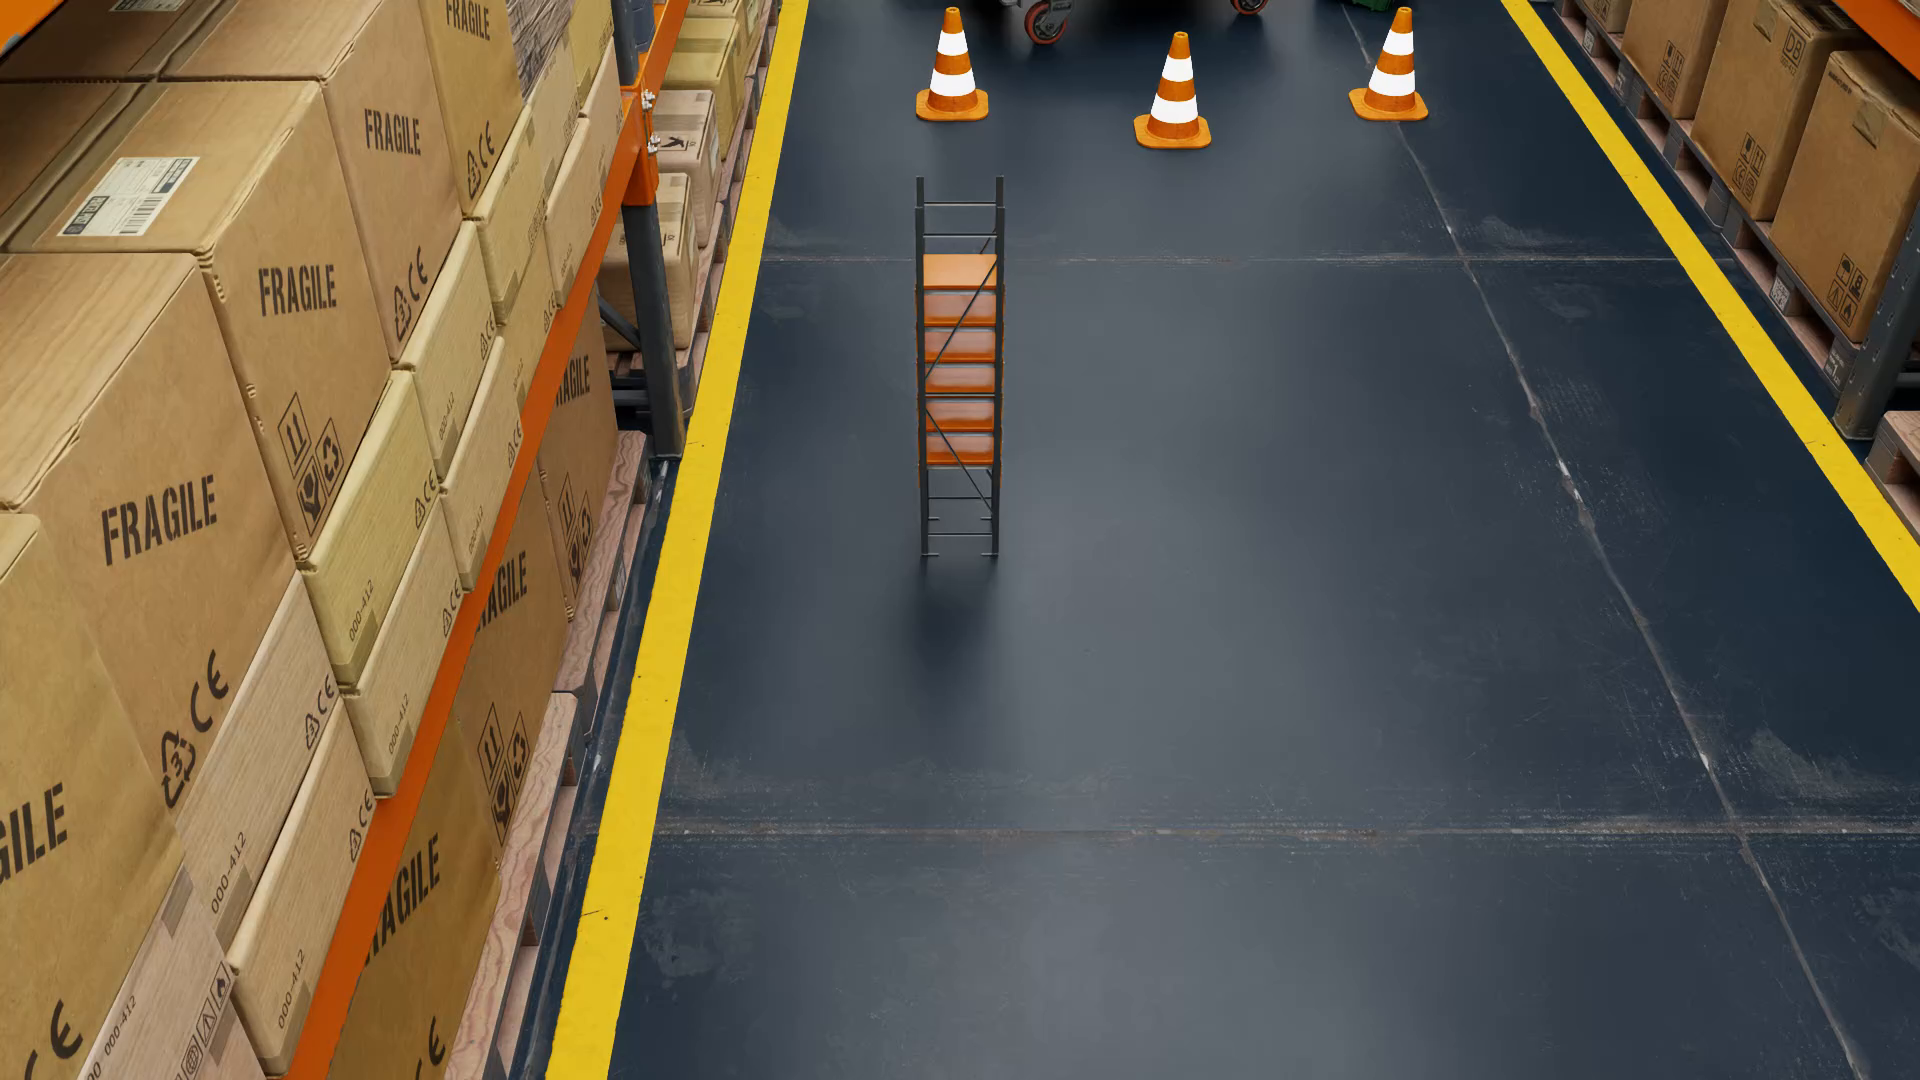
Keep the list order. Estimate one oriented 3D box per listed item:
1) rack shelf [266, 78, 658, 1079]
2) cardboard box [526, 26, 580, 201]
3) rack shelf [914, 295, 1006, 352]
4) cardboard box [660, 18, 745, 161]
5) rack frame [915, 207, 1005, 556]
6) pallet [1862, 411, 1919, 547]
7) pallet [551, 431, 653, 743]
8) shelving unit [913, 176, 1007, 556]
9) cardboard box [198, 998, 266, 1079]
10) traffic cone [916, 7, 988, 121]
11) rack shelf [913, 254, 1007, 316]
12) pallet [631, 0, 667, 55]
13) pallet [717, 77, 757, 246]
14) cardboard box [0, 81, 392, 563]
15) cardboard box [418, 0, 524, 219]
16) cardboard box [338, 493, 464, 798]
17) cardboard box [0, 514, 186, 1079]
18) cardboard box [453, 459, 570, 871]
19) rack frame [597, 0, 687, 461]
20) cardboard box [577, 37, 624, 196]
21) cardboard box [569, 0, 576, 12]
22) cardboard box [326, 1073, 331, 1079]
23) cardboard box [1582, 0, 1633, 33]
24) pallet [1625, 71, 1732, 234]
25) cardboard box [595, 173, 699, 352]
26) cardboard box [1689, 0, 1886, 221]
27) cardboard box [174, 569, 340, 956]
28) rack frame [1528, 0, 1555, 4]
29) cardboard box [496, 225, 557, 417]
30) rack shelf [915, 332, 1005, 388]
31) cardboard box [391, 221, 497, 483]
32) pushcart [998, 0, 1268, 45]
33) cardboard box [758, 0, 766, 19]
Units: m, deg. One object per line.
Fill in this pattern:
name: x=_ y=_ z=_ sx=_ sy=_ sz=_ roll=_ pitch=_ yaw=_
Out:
rack shelf: x=-1.431 y=0.055 z=3.358 sx=1.077 sy=0.370 sz=4.000 roll=0 pitch=39 yaw=0
cardboard box: x=-1.174 y=-0.990 z=3.806 sx=0.500 sy=0.250 sz=0.500 roll=-1 pitch=39 yaw=-1
rack shelf: x=0.000 y=-0.630 z=4.764 sx=0.258 sy=0.103 sz=0.180 roll=0 pitch=39 yaw=0
cardboard box: x=-1.428 y=-1.904 z=6.993 sx=0.950 sy=0.372 sz=0.625 roll=1 pitch=39 yaw=1
rack frame: x=0.000 y=-0.420 z=4.815 sx=0.240 sy=1.200 sz=0.006 roll=0 pitch=39 yaw=0
pallet: x=3.516 y=0.034 z=5.039 sx=1.003 sy=0.211 sz=1.213 roll=0 pitch=39 yaw=0
pallet: x=-1.508 y=0.105 z=4.950 sx=1.003 sy=0.211 sz=1.213 roll=0 pitch=39 yaw=0
shelving unit: x=0.000 y=-0.477 z=4.886 sx=0.258 sy=1.200 sz=0.189 roll=0 pitch=39 yaw=0
cardboard box: x=-1.165 y=0.808 z=1.963 sx=0.500 sy=0.250 sz=0.500 roll=-1 pitch=39 yaw=-1
traffic cone: x=-0.037 y=-2.213 z=7.642 sx=0.336 sy=0.463 sz=0.334 roll=0 pitch=39 yaw=0
rack shelf: x=0.000 y=-0.724 z=4.689 sx=0.258 sy=0.103 sz=0.180 roll=0 pitch=39 yaw=0
pallet: x=-1.541 y=-1.847 z=5.310 sx=1.213 sy=0.211 sz=1.003 roll=0 pitch=39 yaw=0
pallet: x=-1.431 y=-1.638 z=7.125 sx=1.003 sy=0.211 sz=1.213 roll=0 pitch=39 yaw=0
cardboard box: x=-1.168 y=-0.311 z=2.360 sx=0.500 sy=0.500 sz=0.500 roll=-1 pitch=39 yaw=-1
cardboard box: x=-1.168 y=-0.951 z=3.159 sx=0.500 sy=0.500 sz=0.500 roll=0 pitch=39 yaw=0
cardboard box: x=-1.152 y=0.164 z=2.767 sx=0.500 sy=0.250 sz=0.500 roll=0 pitch=39 yaw=0
cardboard box: x=-1.142 y=0.320 z=1.572 sx=0.500 sy=0.500 sz=0.500 roll=0 pitch=39 yaw=0
cardboard box: x=-1.519 y=0.179 z=3.992 sx=0.875 sy=0.875 sz=0.875 roll=0 pitch=39 yaw=1
rack frame: x=-1.433 y=-1.476 z=4.694 sx=1.000 sy=3.000 sz=0.127 roll=0 pitch=39 yaw=0
cardboard box: x=-1.173 y=-1.102 z=4.346 sx=0.500 sy=0.250 sz=0.500 roll=-1 pitch=39 yaw=-2
cardboard box: x=-1.171 y=-1.583 z=3.947 sx=0.500 sy=0.500 sz=0.500 roll=-1 pitch=39 yaw=-1
cardboard box: x=-1.509 y=1.303 z=2.589 sx=0.875 sy=0.875 sz=0.875 roll=1 pitch=39 yaw=1
cardboard box: x=3.603 y=-2.942 z=7.986 sx=1.050 sy=0.750 sz=0.750 roll=0 pitch=39 yaw=0
pallet: x=3.592 y=-1.709 z=7.214 sx=1.003 sy=0.211 sz=1.213 roll=0 pitch=39 yaw=0
cardboard box: x=-1.424 y=-0.968 z=5.825 sx=0.950 sy=0.372 sz=0.625 roll=-2 pitch=39 yaw=-3
cardboard box: x=3.601 y=-1.757 z=6.507 sx=1.050 sy=0.750 sz=0.750 roll=1 pitch=39 yaw=1
cardboard box: x=-1.176 y=0.287 z=2.213 sx=0.500 sy=0.250 sz=0.500 roll=1 pitch=39 yaw=1
rack frame: x=3.512 y=-4.045 z=7.898 sx=1.000 sy=3.000 sz=0.127 roll=0 pitch=39 yaw=0
cardboard box: x=-1.172 y=-0.468 z=3.555 sx=0.500 sy=0.250 sz=0.500 roll=0 pitch=39 yaw=-1
rack shelf: x=0.000 y=-0.536 z=4.839 sx=0.258 sy=0.103 sz=0.180 roll=0 pitch=39 yaw=0
cardboard box: x=-1.153 y=-0.345 z=3.002 sx=0.500 sy=0.250 sz=0.500 roll=-1 pitch=39 yaw=-1
pushcart: x=0.842 y=-2.988 z=8.676 sx=1.648 sy=0.377 sz=0.936 roll=-13 pitch=40 yaw=-16
cardboard box: x=-1.435 y=-2.788 z=8.096 sx=0.950 sy=0.372 sz=0.625 roll=0 pitch=39 yaw=1
